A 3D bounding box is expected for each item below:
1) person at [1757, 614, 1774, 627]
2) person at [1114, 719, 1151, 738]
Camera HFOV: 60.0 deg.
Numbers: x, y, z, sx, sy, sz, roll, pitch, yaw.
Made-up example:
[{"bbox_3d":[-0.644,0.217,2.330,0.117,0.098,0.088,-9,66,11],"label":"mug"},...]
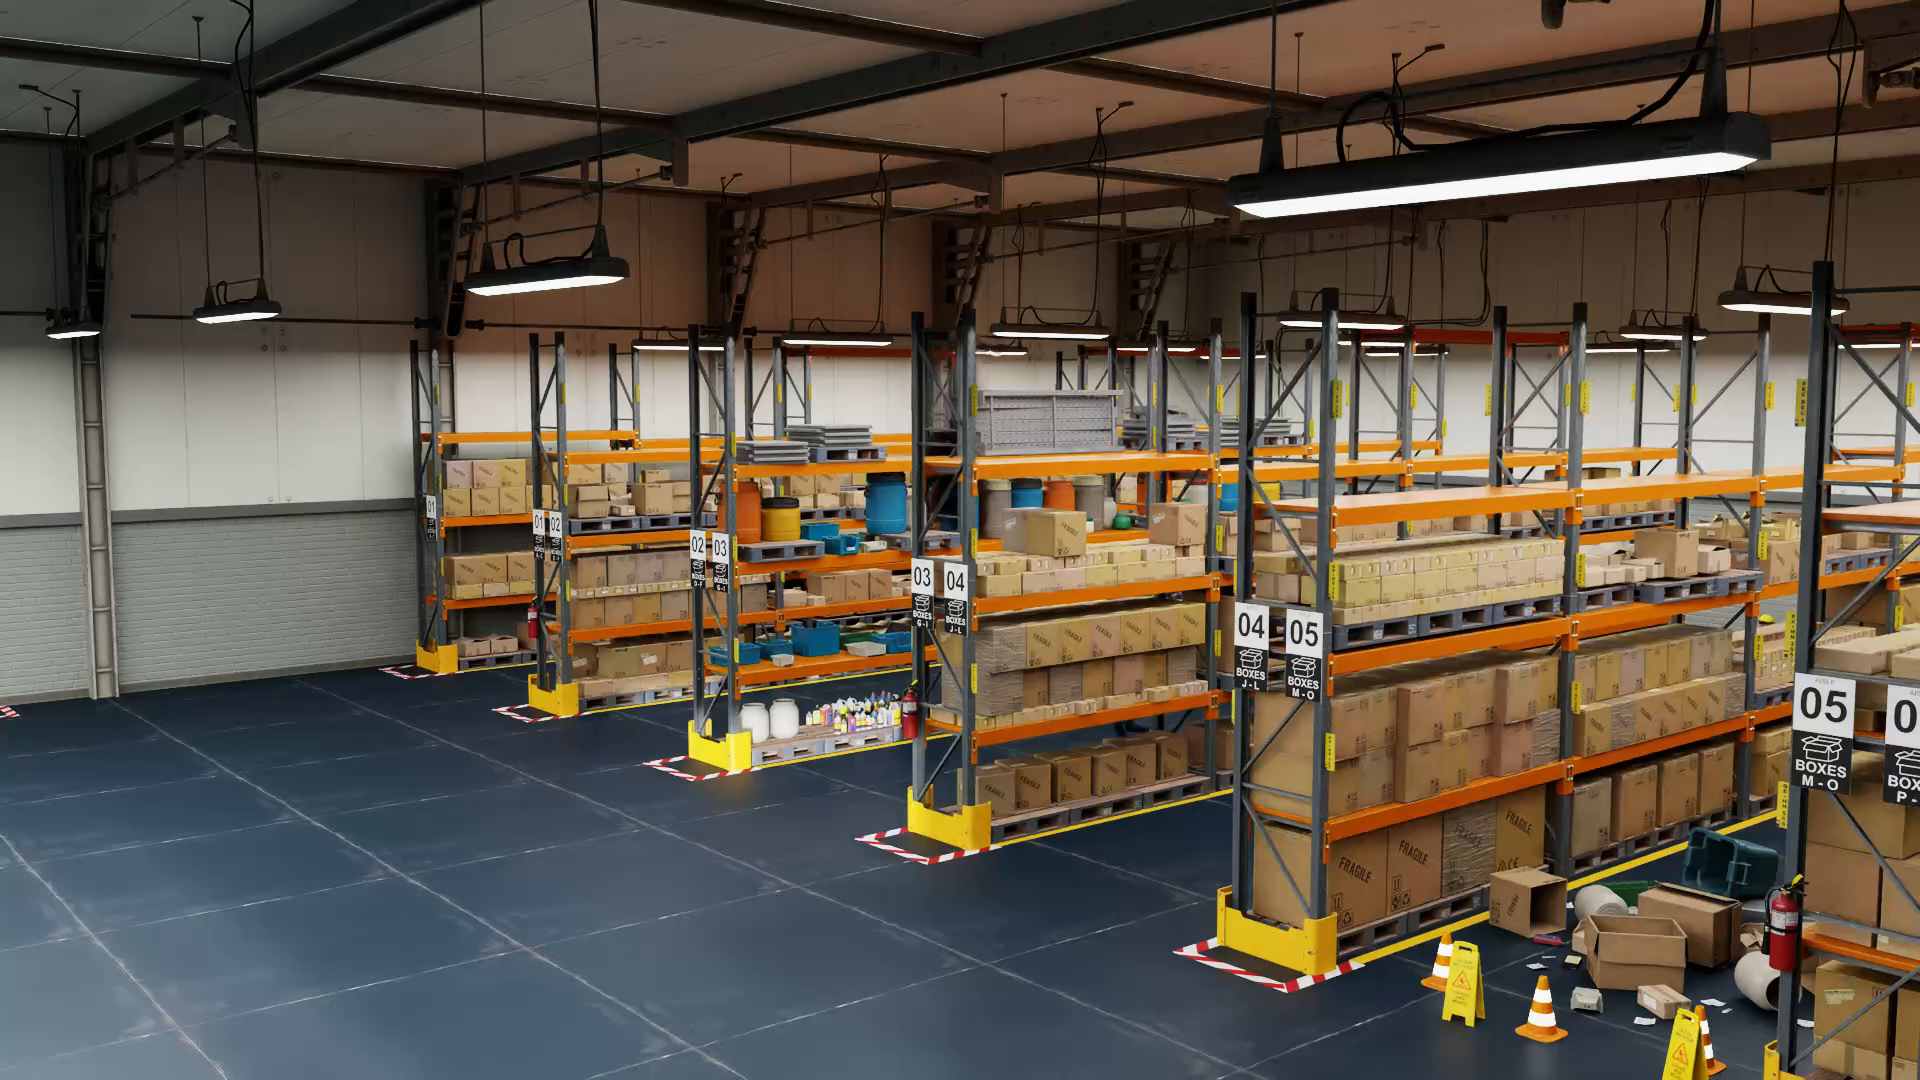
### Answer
[{"bbox_3d":[12.065,1.987,24.862,0.973,1.771,0.709,-4,7,-38],"label":"person"},{"bbox_3d":[2.382,2.241,23.246,0.622,1.551,0.539,-4,7,-39],"label":"person"}]
